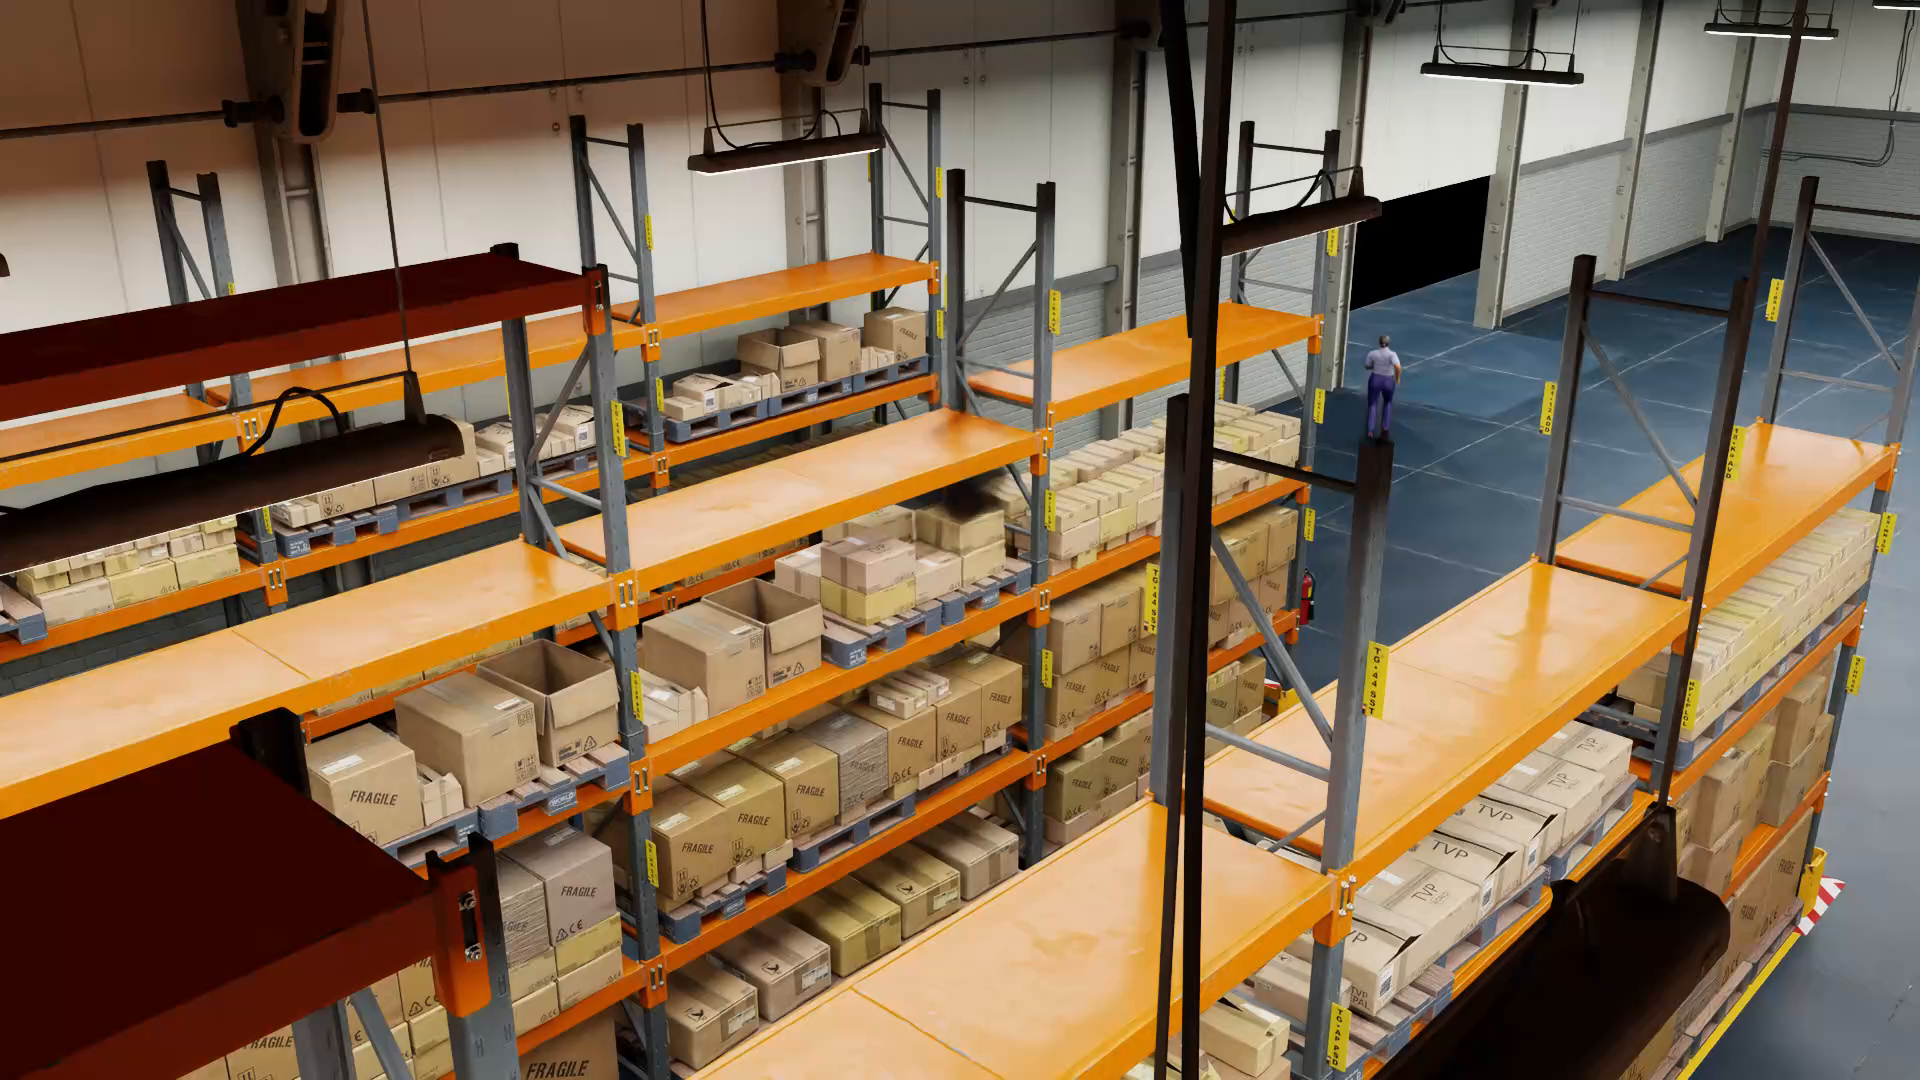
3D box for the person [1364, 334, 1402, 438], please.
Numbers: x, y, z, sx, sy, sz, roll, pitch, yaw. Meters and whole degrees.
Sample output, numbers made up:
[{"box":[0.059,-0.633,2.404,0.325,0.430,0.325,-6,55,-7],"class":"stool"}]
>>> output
[{"box":[6.539,-2.355,25.831,0.579,1.711,0.764,6,22,16],"class":"person"}]
